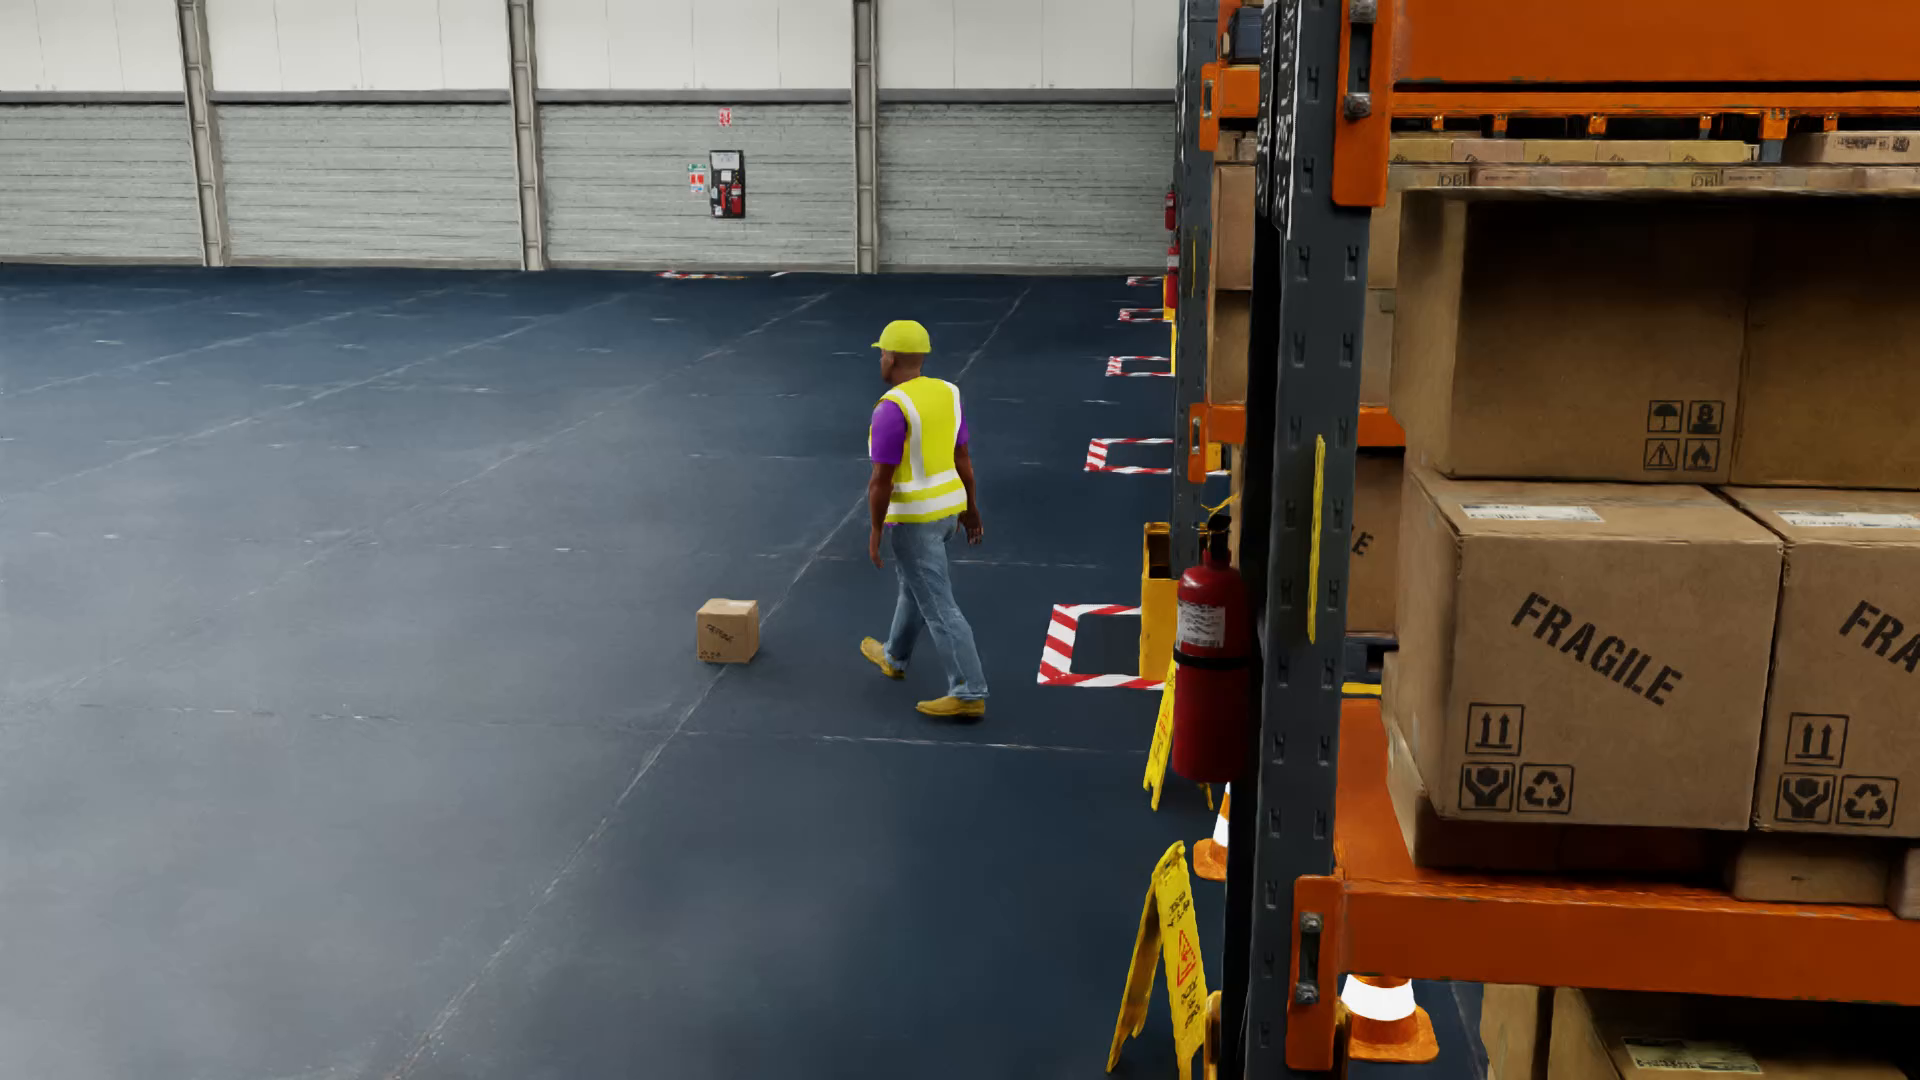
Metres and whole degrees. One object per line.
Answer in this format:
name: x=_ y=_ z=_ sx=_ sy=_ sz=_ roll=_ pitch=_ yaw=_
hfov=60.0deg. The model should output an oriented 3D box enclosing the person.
person: x=-0.226 y=-0.120 z=7.450 sx=0.899 sy=1.729 sz=0.599 roll=9 pitch=17 yaw=31
